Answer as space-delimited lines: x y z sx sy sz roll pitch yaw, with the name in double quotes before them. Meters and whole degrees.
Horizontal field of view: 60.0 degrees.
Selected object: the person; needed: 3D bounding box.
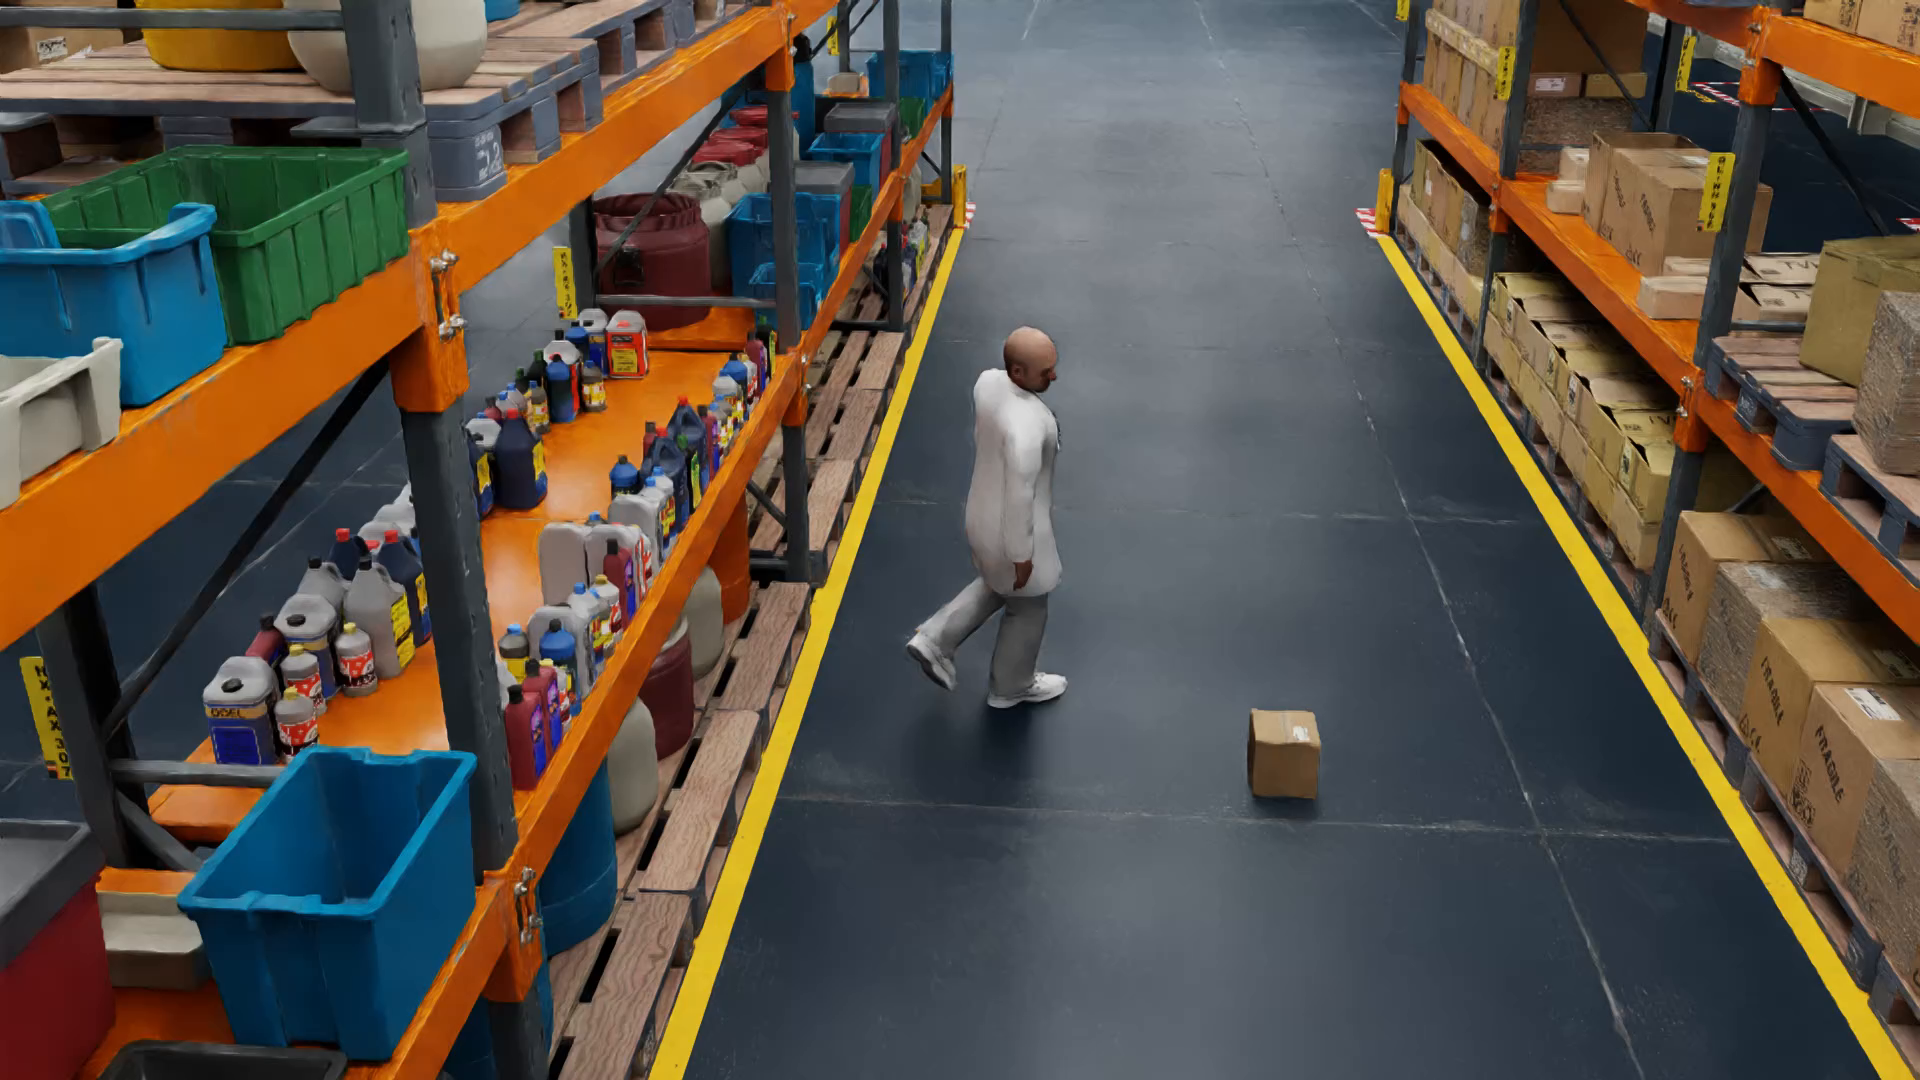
"person" 0.164 -0.045 6.750 0.733 1.751 0.623 -9 26 -20
